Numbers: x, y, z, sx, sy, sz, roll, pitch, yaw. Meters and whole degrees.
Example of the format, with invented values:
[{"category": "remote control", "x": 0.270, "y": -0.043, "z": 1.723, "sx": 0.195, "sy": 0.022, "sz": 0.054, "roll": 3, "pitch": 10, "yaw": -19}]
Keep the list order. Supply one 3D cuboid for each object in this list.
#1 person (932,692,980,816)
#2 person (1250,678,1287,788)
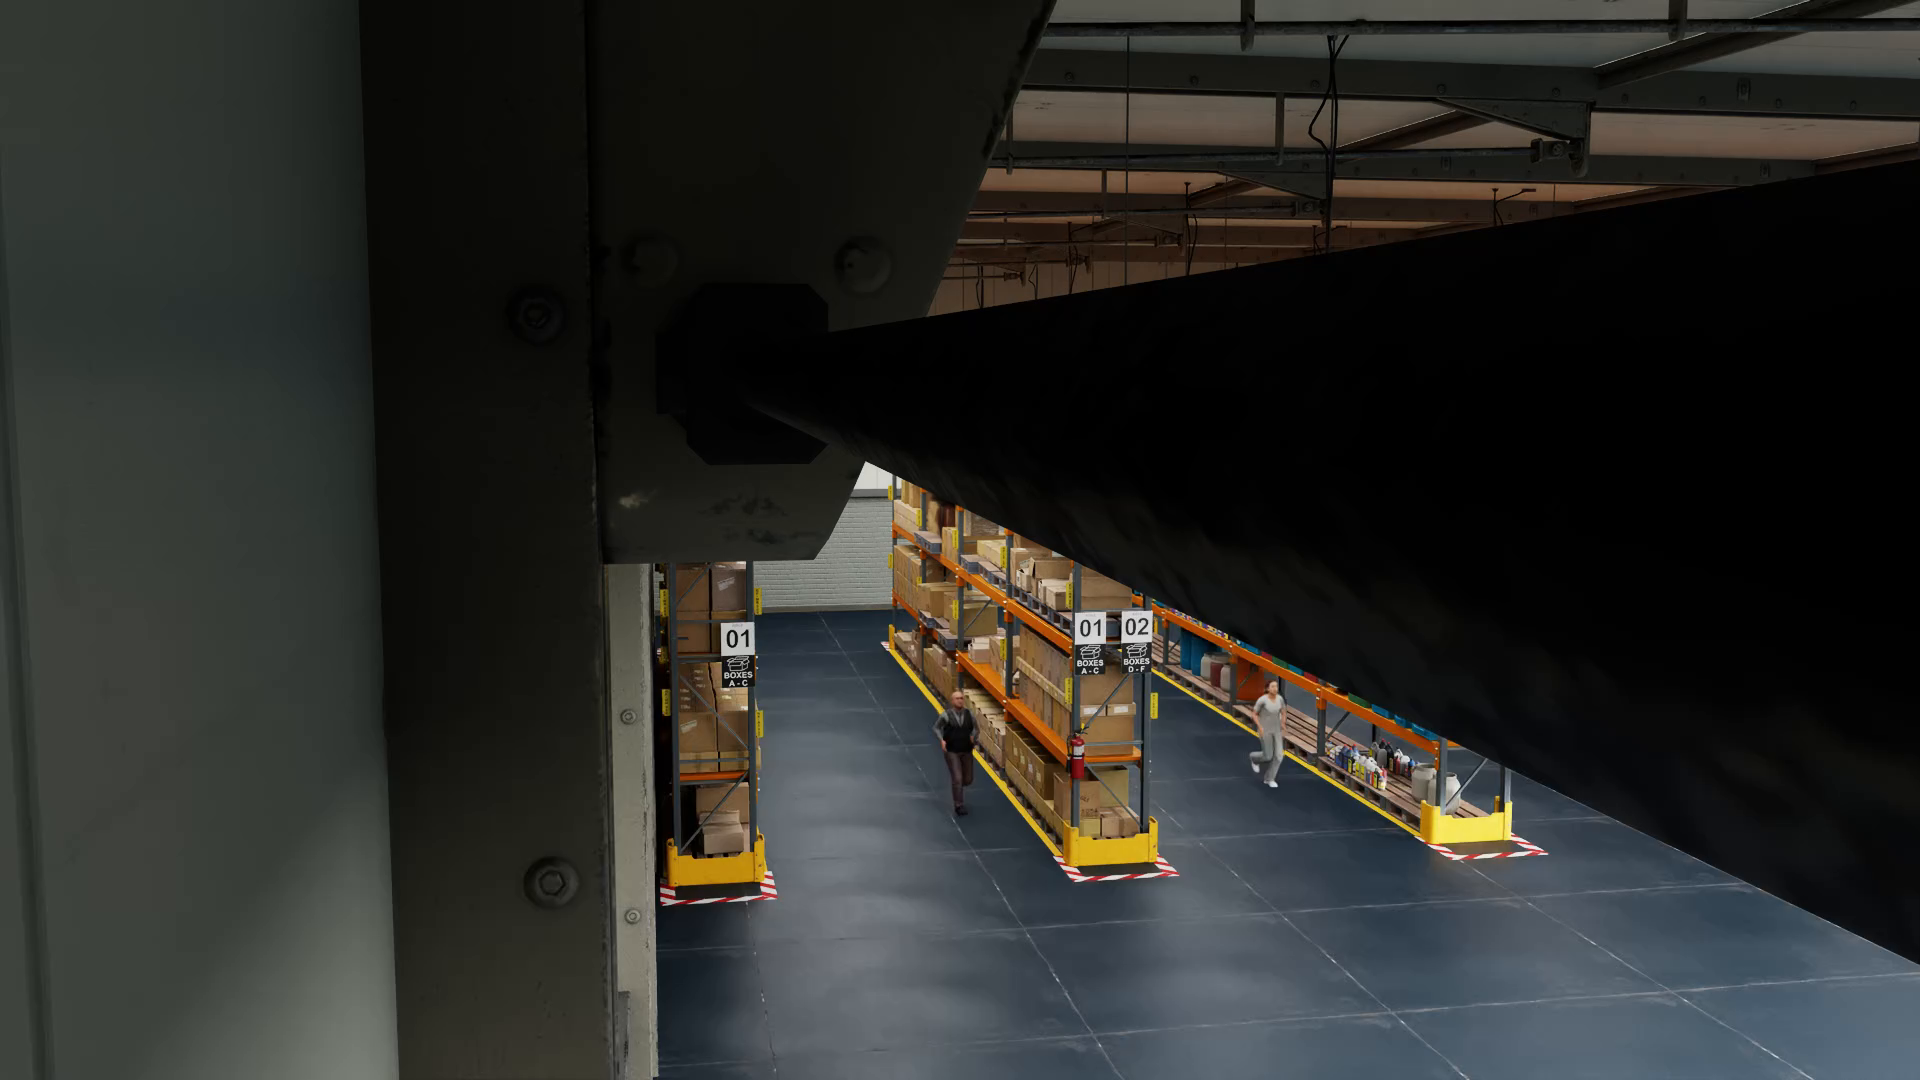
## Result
[{"category": "person", "x": -0.039, "y": 2.971, "z": 23.365, "sx": 0.668, "sy": 1.687, "sz": 0.803, "roll": -2, "pitch": 6, "yaw": -17}, {"category": "person", "x": 4.598, "y": 2.849, "z": 24.856, "sx": 0.550, "sy": 1.620, "sz": 0.622, "roll": -2, "pitch": 6, "yaw": -17}]
